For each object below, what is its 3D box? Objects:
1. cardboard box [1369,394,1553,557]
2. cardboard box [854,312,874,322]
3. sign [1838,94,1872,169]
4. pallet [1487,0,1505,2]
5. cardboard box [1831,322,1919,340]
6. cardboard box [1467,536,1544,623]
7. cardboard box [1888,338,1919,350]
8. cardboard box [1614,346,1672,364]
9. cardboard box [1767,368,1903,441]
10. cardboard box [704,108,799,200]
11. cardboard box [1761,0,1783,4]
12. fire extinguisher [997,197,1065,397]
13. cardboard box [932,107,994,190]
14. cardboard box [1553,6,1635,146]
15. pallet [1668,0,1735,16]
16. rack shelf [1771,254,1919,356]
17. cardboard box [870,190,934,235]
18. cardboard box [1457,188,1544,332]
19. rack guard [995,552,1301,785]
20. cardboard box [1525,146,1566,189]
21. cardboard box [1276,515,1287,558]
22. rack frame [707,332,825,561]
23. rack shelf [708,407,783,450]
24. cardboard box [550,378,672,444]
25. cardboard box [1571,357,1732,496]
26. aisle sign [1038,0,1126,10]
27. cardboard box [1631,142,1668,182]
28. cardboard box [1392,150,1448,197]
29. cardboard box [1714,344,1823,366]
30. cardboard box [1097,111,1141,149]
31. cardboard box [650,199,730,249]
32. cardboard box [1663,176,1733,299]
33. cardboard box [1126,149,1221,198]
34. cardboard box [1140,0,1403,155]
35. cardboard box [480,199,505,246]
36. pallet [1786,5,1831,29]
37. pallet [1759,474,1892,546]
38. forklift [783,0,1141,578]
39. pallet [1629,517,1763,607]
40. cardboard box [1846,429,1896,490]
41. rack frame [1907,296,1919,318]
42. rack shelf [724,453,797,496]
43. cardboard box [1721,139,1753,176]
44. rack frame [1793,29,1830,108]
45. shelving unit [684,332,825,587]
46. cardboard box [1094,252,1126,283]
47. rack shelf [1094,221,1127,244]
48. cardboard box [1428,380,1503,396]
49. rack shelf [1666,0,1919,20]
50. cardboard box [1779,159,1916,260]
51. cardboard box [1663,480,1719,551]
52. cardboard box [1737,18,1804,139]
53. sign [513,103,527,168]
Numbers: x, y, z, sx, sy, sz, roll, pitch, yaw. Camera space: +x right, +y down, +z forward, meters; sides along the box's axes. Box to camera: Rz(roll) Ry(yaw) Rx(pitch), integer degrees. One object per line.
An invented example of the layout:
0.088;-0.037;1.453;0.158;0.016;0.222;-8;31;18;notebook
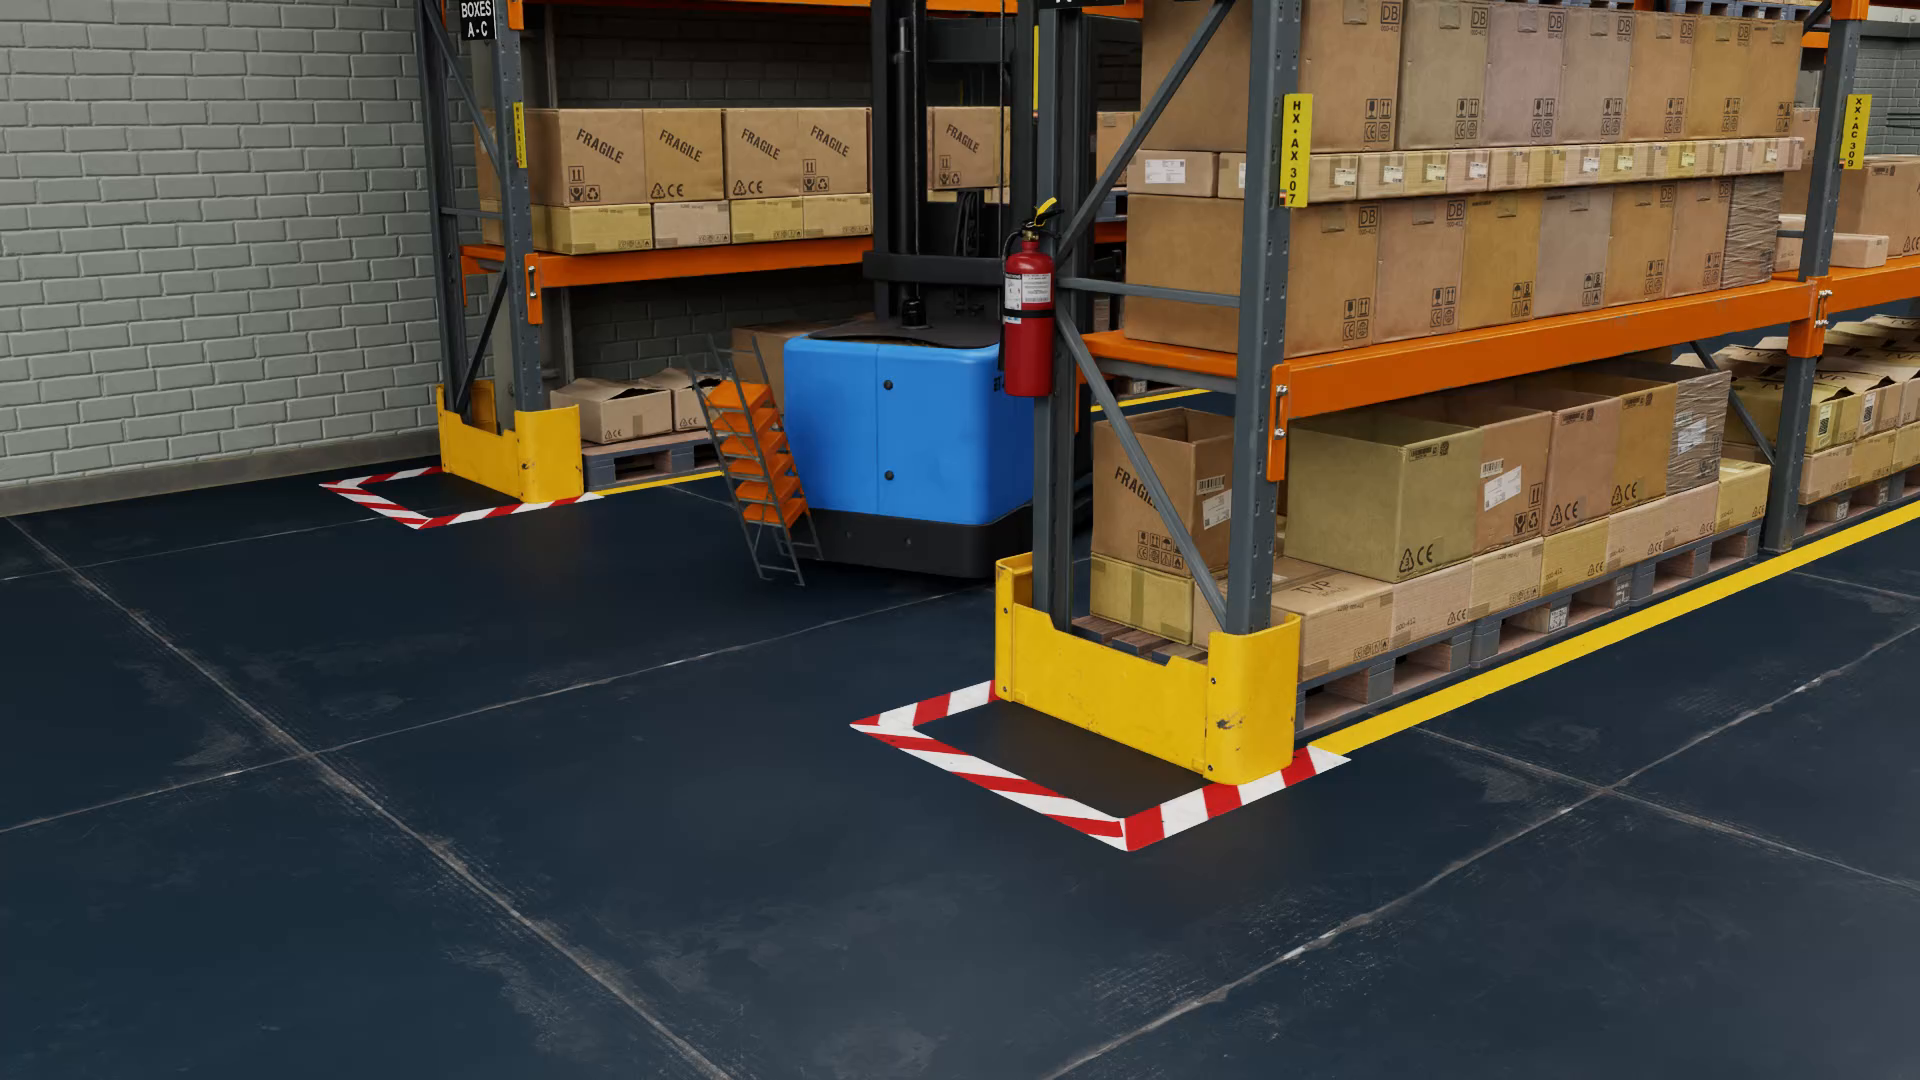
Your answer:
1.929;-0.261;6.478;0.500;0.500;0.500;-13;19;-39;cardboard box
-0.360;-1.268;11.174;0.500;0.500;0.500;14;21;43;cardboard box
4.017;-1.831;7.462;0.005;0.325;0.100;-13;19;-39;sign
3.865;-4.601;14.217;1.003;0.211;1.213;-12;19;-37;pallet
5.690;-1.183;10.295;0.500;0.311;0.500;-13;20;-41;cardboard box
1.937;0.103;6.566;0.500;0.250;0.500;-13;19;-39;cardboard box
5.665;-0.995;9.589;0.500;0.311;0.500;-13;20;-40;cardboard box
3.096;-0.702;8.126;0.500;0.500;0.500;-13;19;-39;cardboard box
4.508;-0.733;8.610;0.500;0.311;0.500;-13;20;-40;cardboard box
-1.290;-2.259;9.692;0.500;0.500;0.500;-13;20;-41;cardboard box
8.290;-5.754;17.449;0.500;0.250;0.500;-13;20;-41;cardboard box
0.240;-0.838;5.724;0.183;0.674;0.296;-13;19;-39;fire extinguisher
-0.130;-2.520;10.670;0.500;0.500;0.500;-13;20;-40;cardboard box
2.185;-1.826;6.566;0.500;0.500;0.700;-13;19;-39;cardboard box
7.056;-5.344;16.805;1.213;0.211;1.003;-13;19;-39;pallet
5.160;-1.474;9.349;4.000;0.370;1.077;-13;19;-39;rack shelf
-0.512;-2.073;10.451;0.500;0.250;0.500;-13;20;-40;cardboard box
1.766;-1.103;6.372;0.500;0.500;0.700;-12;19;-39;cardboard box
0.616;0.407;5.758;0.348;0.500;1.175;-13;19;-39;rack guard
2.041;-1.410;6.264;0.250;0.149;0.380;-13;20;-40;cardboard box
1.214;0.085;6.633;0.500;0.250;0.500;-13;19;-39;cardboard box
-0.840;-0.389;7.288;0.240;1.200;0.006;8;41;27;rack frame
-0.917;-0.487;7.112;0.258;0.103;0.180;8;41;27;rack shelf
-2.040;-0.782;9.722;0.500;0.311;0.500;13;20;41;cardboard box
3.060;-0.516;7.430;0.500;0.500;0.500;-13;19;-39;cardboard box
0.391;-2.107;5.288;0.004;0.787;0.394;-13;19;-39;aisle sign
2.628;-1.542;6.758;0.250;0.149;0.380;-12;19;-38;cardboard box
1.458;-1.278;5.773;0.250;0.149;0.380;-13;19;-39;cardboard box
4.535;-0.926;9.331;0.500;0.311;0.500;-13;20;-40;cardboard box
1.229;-2.880;12.173;0.500;0.500;0.700;-10;18;-34;cardboard box
-1.662;-1.817;9.493;0.500;0.250;0.500;-13;20;-41;cardboard box
2.927;-1.364;7.350;0.500;0.500;0.700;-13;20;-40;cardboard box
0.797;-1.268;5.735;0.250;0.149;0.380;-13;20;-40;cardboard box
1.034;-1.566;5.591;0.500;0.500;0.700;-13;19;-39;cardboard box
-2.396;-1.823;9.513;0.500;0.250;0.500;-12;19;-39;cardboard box
8.896;-5.758;18.352;1.213;0.211;1.003;-13;19;-39;pallet
4.181;-0.268;8.843;1.213;0.211;1.003;-13;19;-39;pallet
0.243;-1.580;8.485;1.130;2.935;3.031;7;16;23;forklift
3.024;-0.009;7.874;1.213;0.211;1.003;-13;19;-39;pallet
4.505;-0.463;8.687;0.500;0.250;0.500;-12;19;-38;cardboard box
6.669;-2.160;10.525;0.127;3.000;1.000;-13;19;-39;rack frame
-0.870;-0.299;7.253;0.258;0.103;0.180;8;41;27;rack shelf
3.203;-1.670;7.239;0.250;0.149;0.380;-13;20;-41;cardboard box
9.449;-4.479;19.206;0.127;3.000;1.000;-13;19;-39;rack frame
-0.879;-0.333;7.227;0.258;1.200;0.189;8;41;27;shelving unit
1.271;-2.017;12.525;0.500;0.250;0.500;-13;20;-41;cardboard box
1.905;-2.438;12.957;4.000;0.370;1.077;-13;19;-39;rack shelf
1.966;-0.447;7.173;0.500;0.500;0.500;-13;19;-39;cardboard box
5.160;-2.923;8.962;4.000;0.370;1.077;-13;19;-39;rack shelf
4.639;-1.747;8.784;0.500;0.500;0.500;-11;18;-35;cardboard box
3.061;-0.153;7.525;0.500;0.250;0.500;-13;19;-39;cardboard box
3.321;-2.081;7.521;0.500;0.500;0.700;-13;19;-39;cardboard box
-2.265;-2.081;8.552;0.005;0.325;0.100;-13;19;-39;sign
